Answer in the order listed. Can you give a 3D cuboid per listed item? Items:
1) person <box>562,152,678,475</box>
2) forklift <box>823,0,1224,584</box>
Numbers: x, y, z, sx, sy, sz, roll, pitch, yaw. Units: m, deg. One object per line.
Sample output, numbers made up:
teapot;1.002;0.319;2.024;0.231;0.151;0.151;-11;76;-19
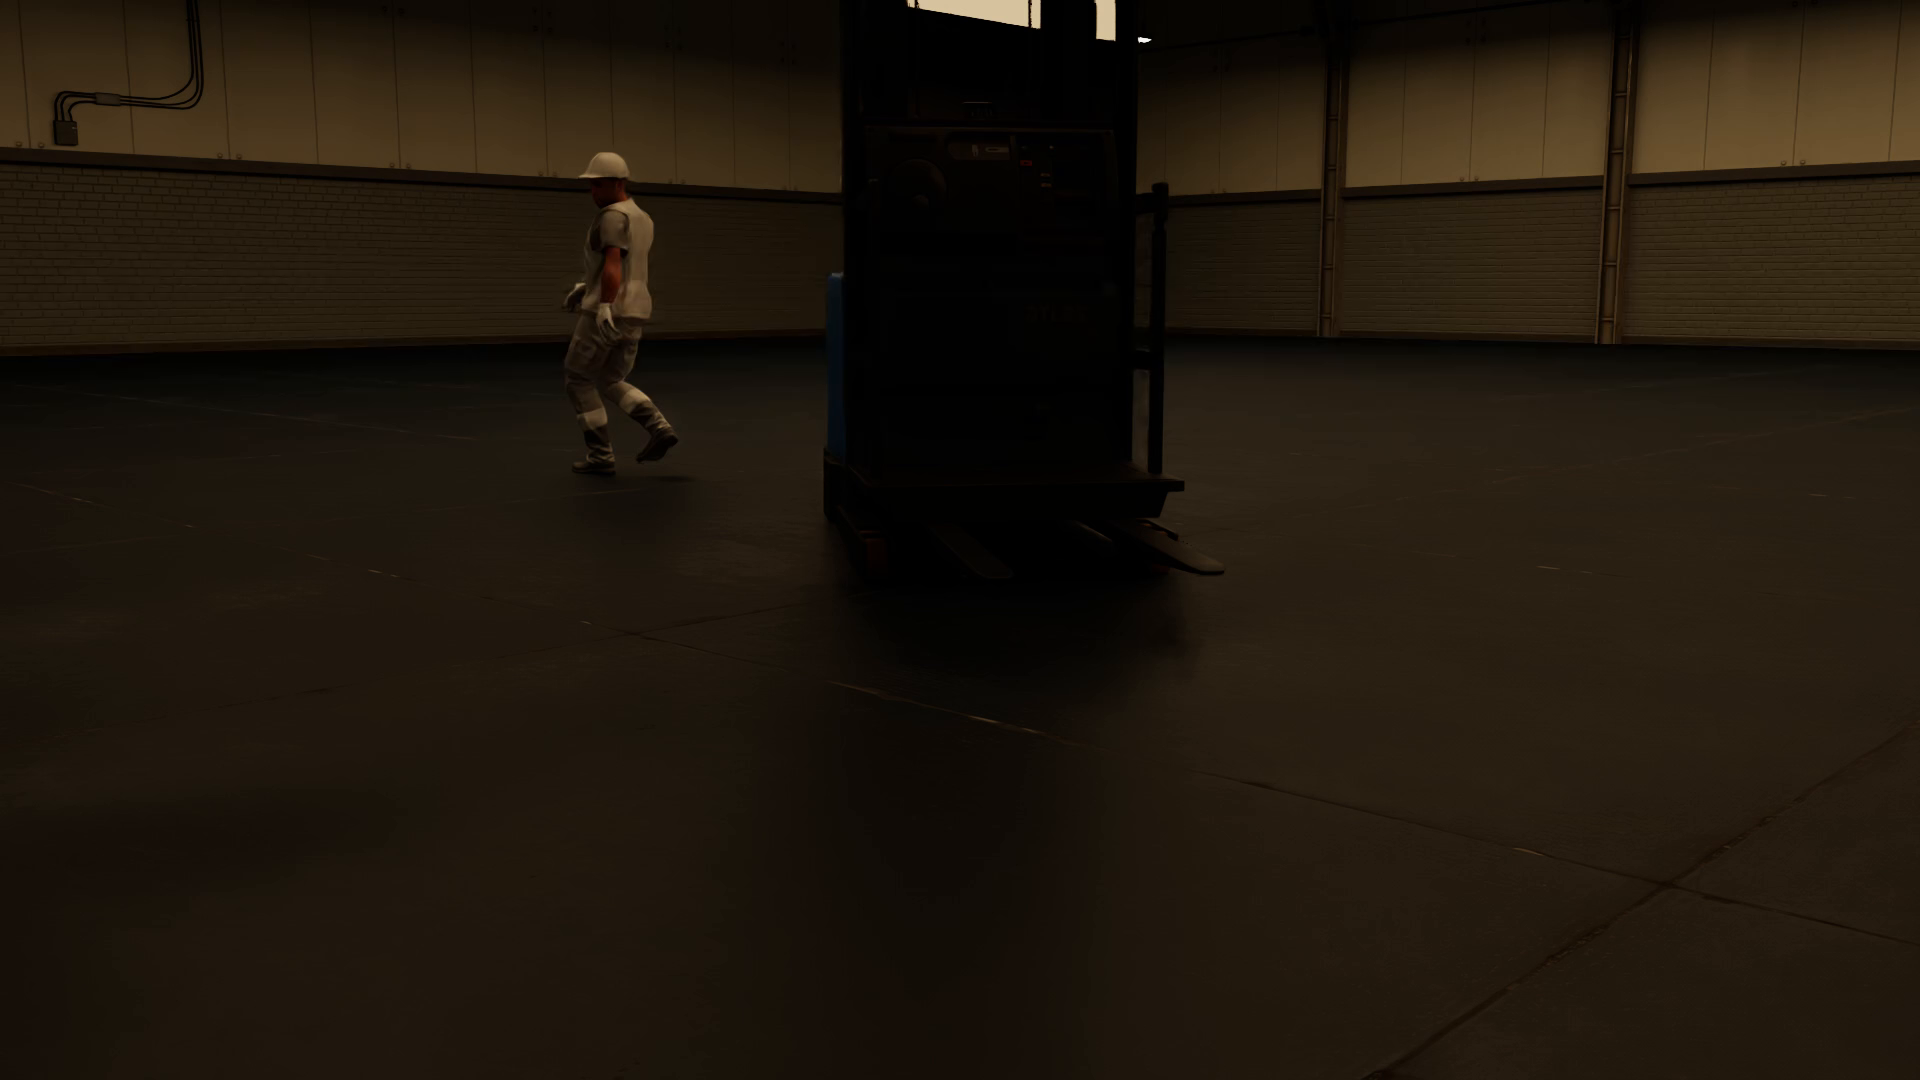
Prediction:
person;-1.910;-1.207;8.966;0.633;1.724;0.697;4;9;26
forklift;0.153;-1.354;5.865;1.130;2.935;3.031;-1;9;-9
